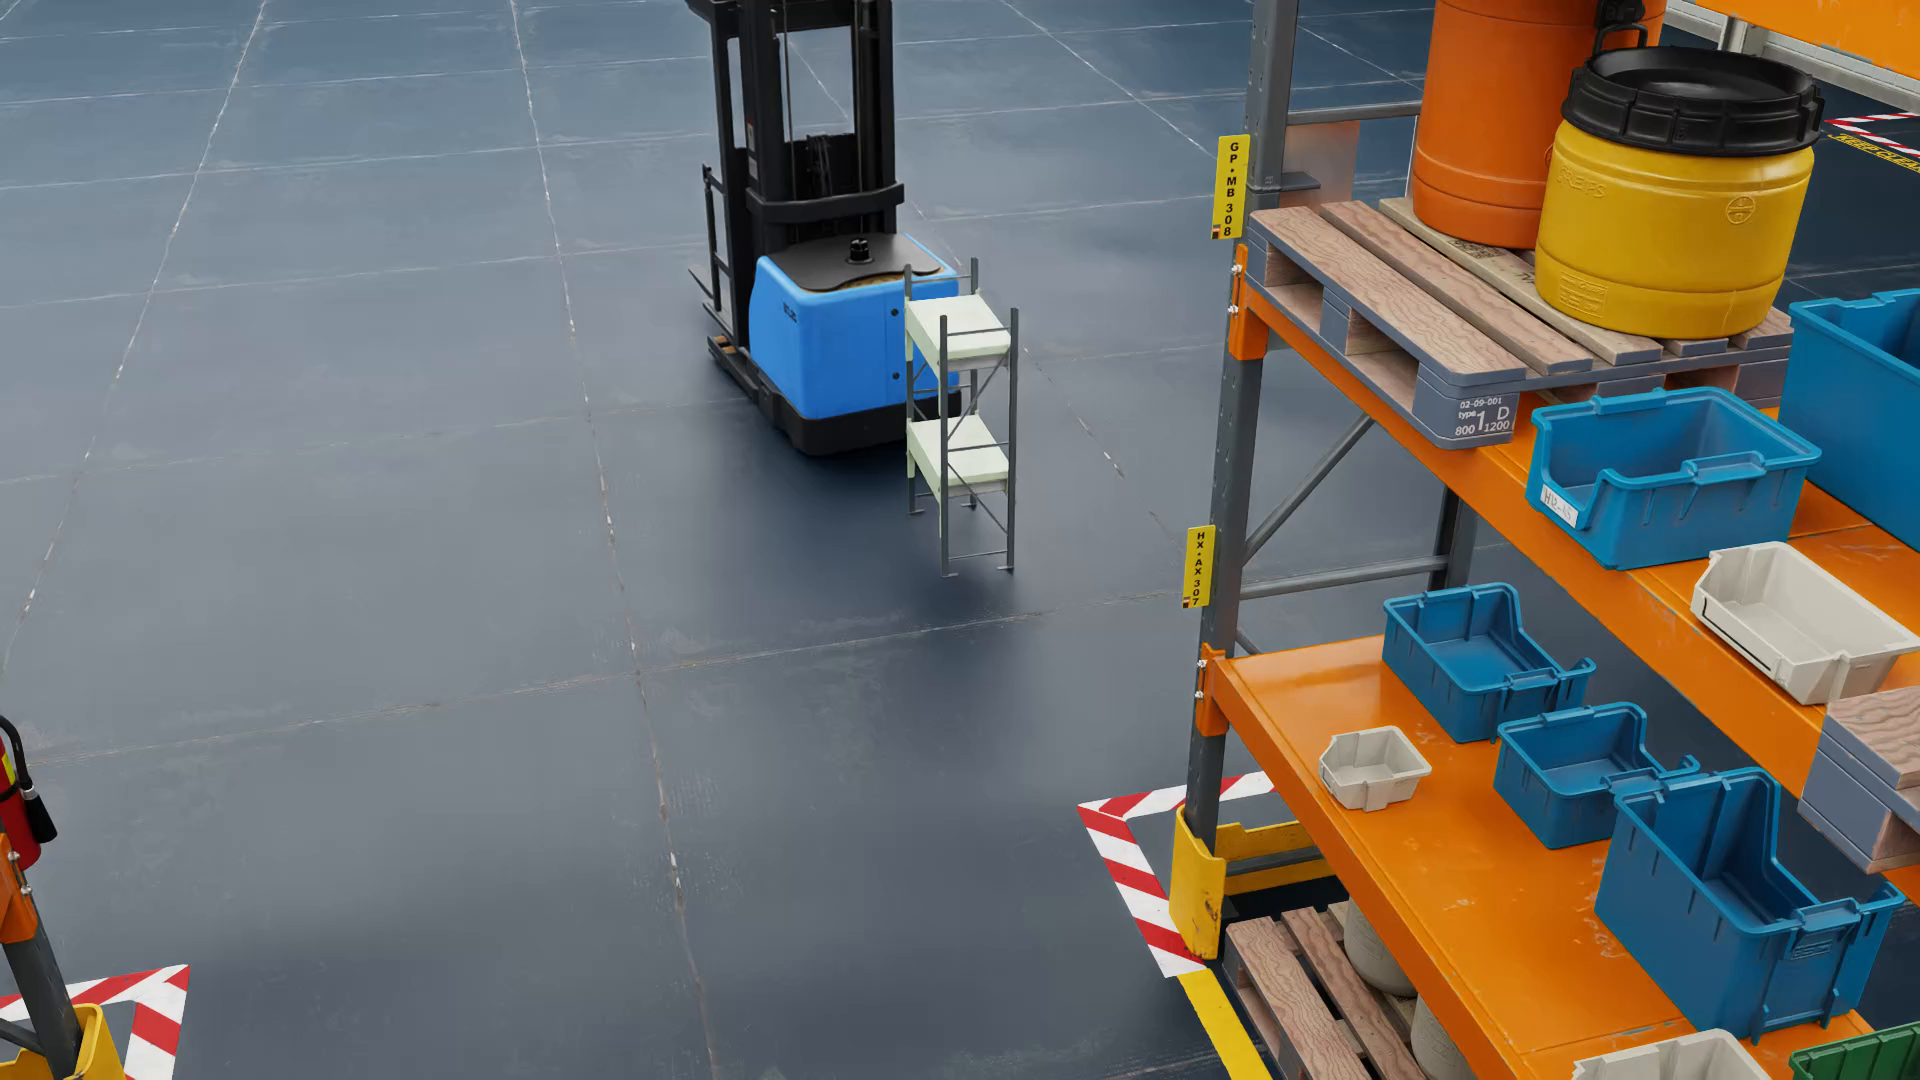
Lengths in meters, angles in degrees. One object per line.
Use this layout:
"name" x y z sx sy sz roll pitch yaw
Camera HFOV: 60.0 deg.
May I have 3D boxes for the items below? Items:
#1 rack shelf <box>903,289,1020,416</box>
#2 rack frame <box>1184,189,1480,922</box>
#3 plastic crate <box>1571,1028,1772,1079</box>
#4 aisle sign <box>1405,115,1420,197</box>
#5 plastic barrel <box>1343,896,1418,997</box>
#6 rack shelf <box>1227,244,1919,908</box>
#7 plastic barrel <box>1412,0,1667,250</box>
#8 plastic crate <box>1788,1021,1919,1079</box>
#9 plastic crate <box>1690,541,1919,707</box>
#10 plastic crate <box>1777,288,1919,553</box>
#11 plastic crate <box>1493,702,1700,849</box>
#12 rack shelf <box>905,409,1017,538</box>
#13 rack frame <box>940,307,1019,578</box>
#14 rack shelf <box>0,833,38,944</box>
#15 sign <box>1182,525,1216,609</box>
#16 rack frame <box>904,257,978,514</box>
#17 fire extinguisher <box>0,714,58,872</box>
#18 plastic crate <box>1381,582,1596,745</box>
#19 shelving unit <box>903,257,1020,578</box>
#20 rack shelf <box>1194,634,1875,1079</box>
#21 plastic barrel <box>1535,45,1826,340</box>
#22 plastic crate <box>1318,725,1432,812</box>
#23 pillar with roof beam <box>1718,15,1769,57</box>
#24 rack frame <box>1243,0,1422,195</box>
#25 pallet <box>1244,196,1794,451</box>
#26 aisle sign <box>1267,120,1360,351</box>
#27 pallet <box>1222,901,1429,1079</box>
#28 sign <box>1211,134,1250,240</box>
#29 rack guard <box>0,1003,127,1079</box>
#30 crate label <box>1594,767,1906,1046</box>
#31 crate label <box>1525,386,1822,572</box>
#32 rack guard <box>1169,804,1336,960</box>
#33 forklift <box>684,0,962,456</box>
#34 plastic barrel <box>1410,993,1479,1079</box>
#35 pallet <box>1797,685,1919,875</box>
"rack shelf" -0.002 -0.990 8.684 0.431 0.370 0.720 -8 31 -13
"rack frame" 1.366 0.144 6.006 1.000 3.000 0.127 -8 31 -13
"plastic crate" 1.753 1.440 4.031 0.530 0.136 0.437 -8 31 -13
"aisle sign" 1.633 -1.055 5.483 0.394 0.787 0.004 -8 31 -13
"plastic barrel" 1.614 1.347 5.993 0.421 0.512 0.421 0 30 0
"rack shelf" 1.897 0.123 3.766 1.077 0.370 4.000 -8 31 -13
"plastic barrel" 1.618 -1.304 4.666 0.600 0.830 0.708 -8 31 -13
"plastic crate" 2.340 1.475 3.919 0.450 0.188 0.662 -8 31 -13
"plastic crate" 1.612 0.171 3.230 0.243 0.136 0.396 -8 31 -13
"plastic crate" 2.163 -0.266 3.737 0.392 0.384 0.575 -8 31 -13
"plastic crate" 1.954 0.725 5.151 0.499 0.251 0.408 -8 31 -13
"rack shelf" -0.002 -0.370 9.043 0.431 0.370 0.720 -8 31 -13
"rack frame" 0.095 -0.476 8.574 0.400 1.500 0.023 -8 31 -13
"rack shelf" -2.878 2.080 3.380 1.077 0.370 4.000 -8 31 -13
"sign" 0.835 0.096 5.814 0.100 0.325 0.005 -8 31 -13
"rack frame" -0.099 -0.829 9.185 0.400 1.500 0.023 -8 31 -13
"fire extinguisher" -2.995 0.720 5.089 0.296 0.674 0.183 -8 31 -13
"plastic crate" 1.787 0.411 5.695 0.499 0.251 0.616 -8 31 -13
"shelving unit" -0.002 -0.652 8.880 0.431 1.500 0.755 -8 31 -13
"rack shelf" 1.897 1.422 4.518 1.077 0.370 4.000 -8 31 -13
"plastic barrel" 1.791 -0.883 4.180 0.600 0.588 0.600 0 30 0
"plastic crate" 1.293 0.733 5.252 0.298 0.136 0.250 -8 31 -13
"pillar with roof beam" 4.602 -8.770 15.418 9.100 9.000 0.400 -8 31 -13
"rack frame" 1.366 -2.452 4.503 1.000 3.000 0.127 -8 31 -13
"pallet" 1.491 -0.660 4.589 1.003 0.211 1.213 -8 31 -13
"aisle sign" 1.065 -0.977 5.348 0.394 0.787 0.004 -8 31 -13
"pallet" 1.642 1.775 5.973 1.003 0.211 1.213 -8 31 -13
"sign" 0.835 -1.087 5.130 0.100 0.325 0.005 -8 31 -13
"rack guard" -3.389 1.921 5.431 1.175 0.500 0.348 -8 31 -13
"crate label" 2.115 0.982 4.524 0.502 0.435 0.616 -8 31 -13
"crate label" 1.544 -0.142 3.654 0.502 0.251 0.408 -8 31 -13
"rack guard" 1.432 1.257 6.580 1.175 0.500 0.348 -8 31 -13
"forklift" -1.070 -2.491 10.627 1.130 2.935 3.031 -13 33 -21
"plastic barrel" 1.748 1.589 5.574 0.421 0.512 0.421 0 30 0
"pallet" 2.142 0.524 2.544 1.213 0.211 1.003 -8 31 -13
